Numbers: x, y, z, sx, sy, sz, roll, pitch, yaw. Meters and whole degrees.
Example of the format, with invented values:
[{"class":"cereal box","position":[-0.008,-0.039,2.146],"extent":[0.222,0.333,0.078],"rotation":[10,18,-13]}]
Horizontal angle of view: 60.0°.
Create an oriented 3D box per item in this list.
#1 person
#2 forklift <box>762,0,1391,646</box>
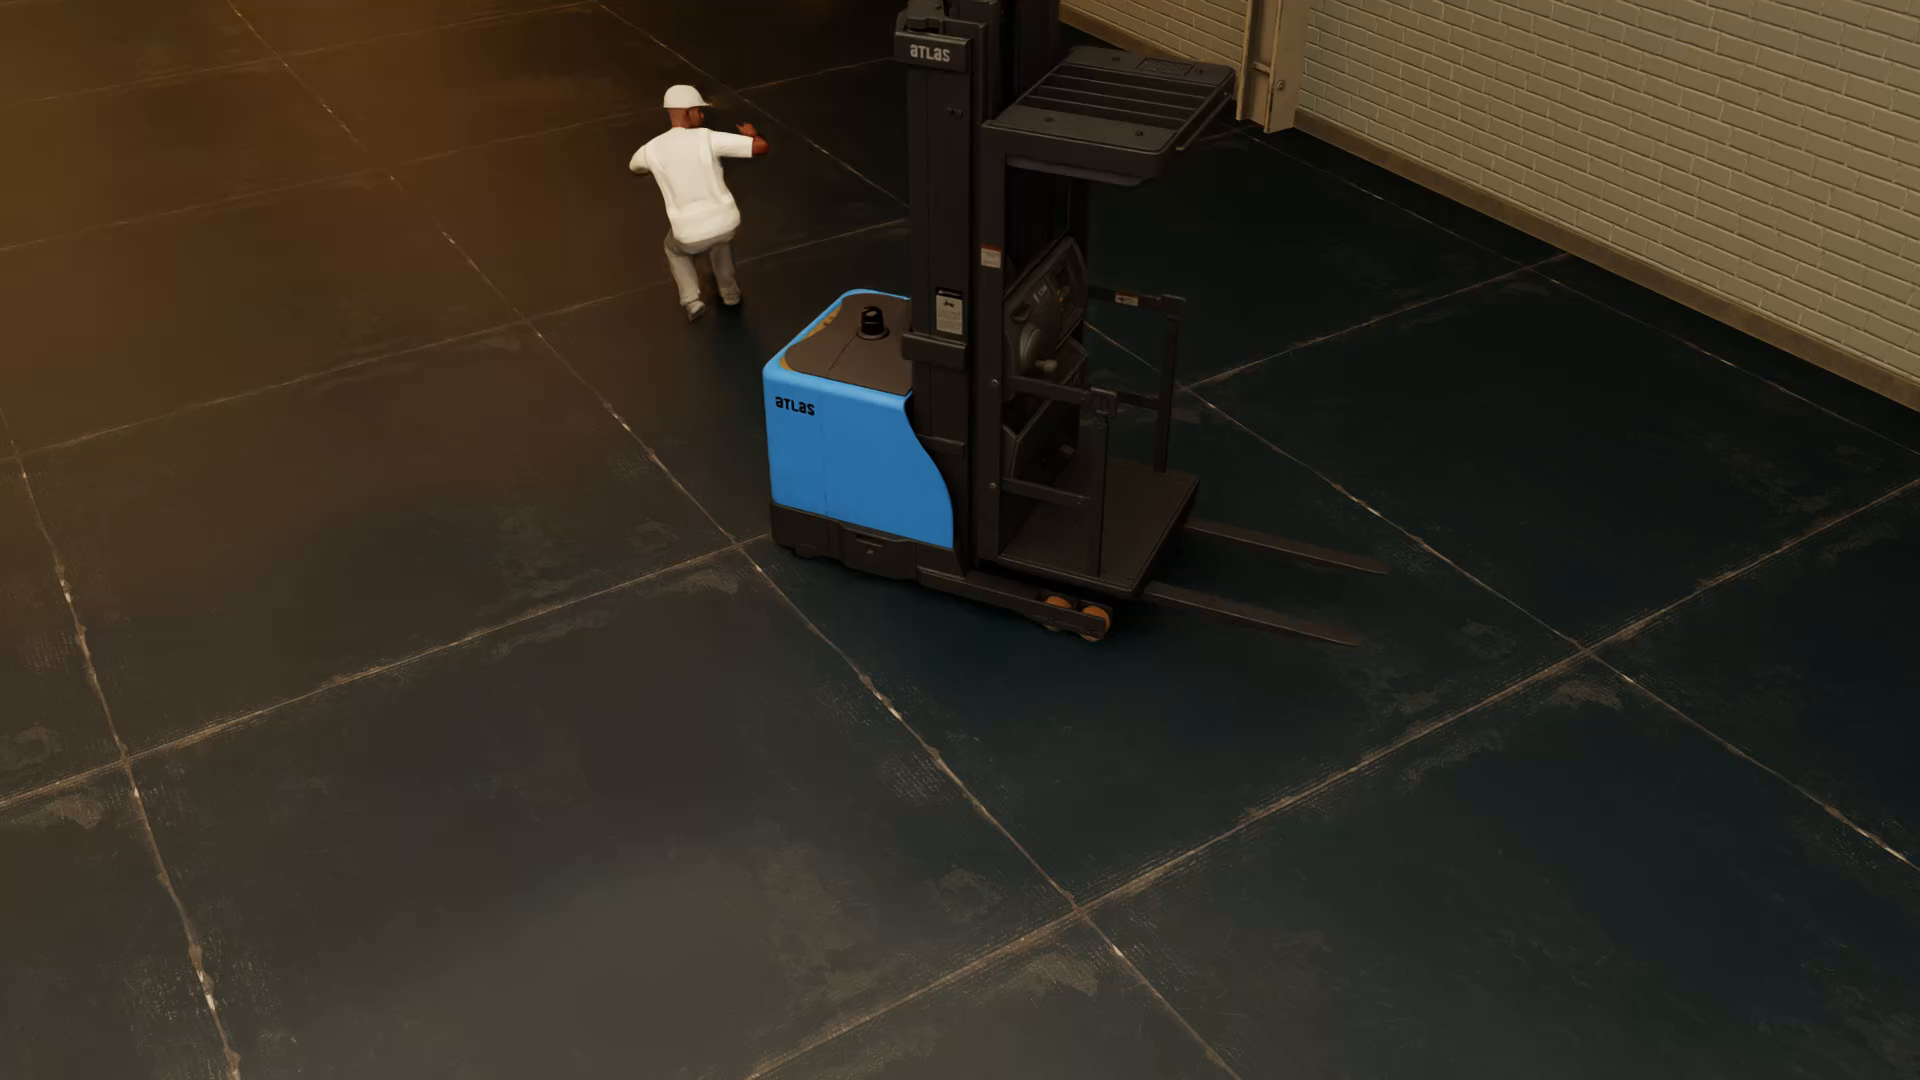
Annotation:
[{"class":"person","position":[-1.641,-2.173,10.514],"extent":[0.837,1.479,0.992],"rotation":[-9,36,-13]},{"class":"forklift","position":[0.586,-1.062,7.659],"extent":[3.031,2.935,1.130],"rotation":[14,38,19]}]
